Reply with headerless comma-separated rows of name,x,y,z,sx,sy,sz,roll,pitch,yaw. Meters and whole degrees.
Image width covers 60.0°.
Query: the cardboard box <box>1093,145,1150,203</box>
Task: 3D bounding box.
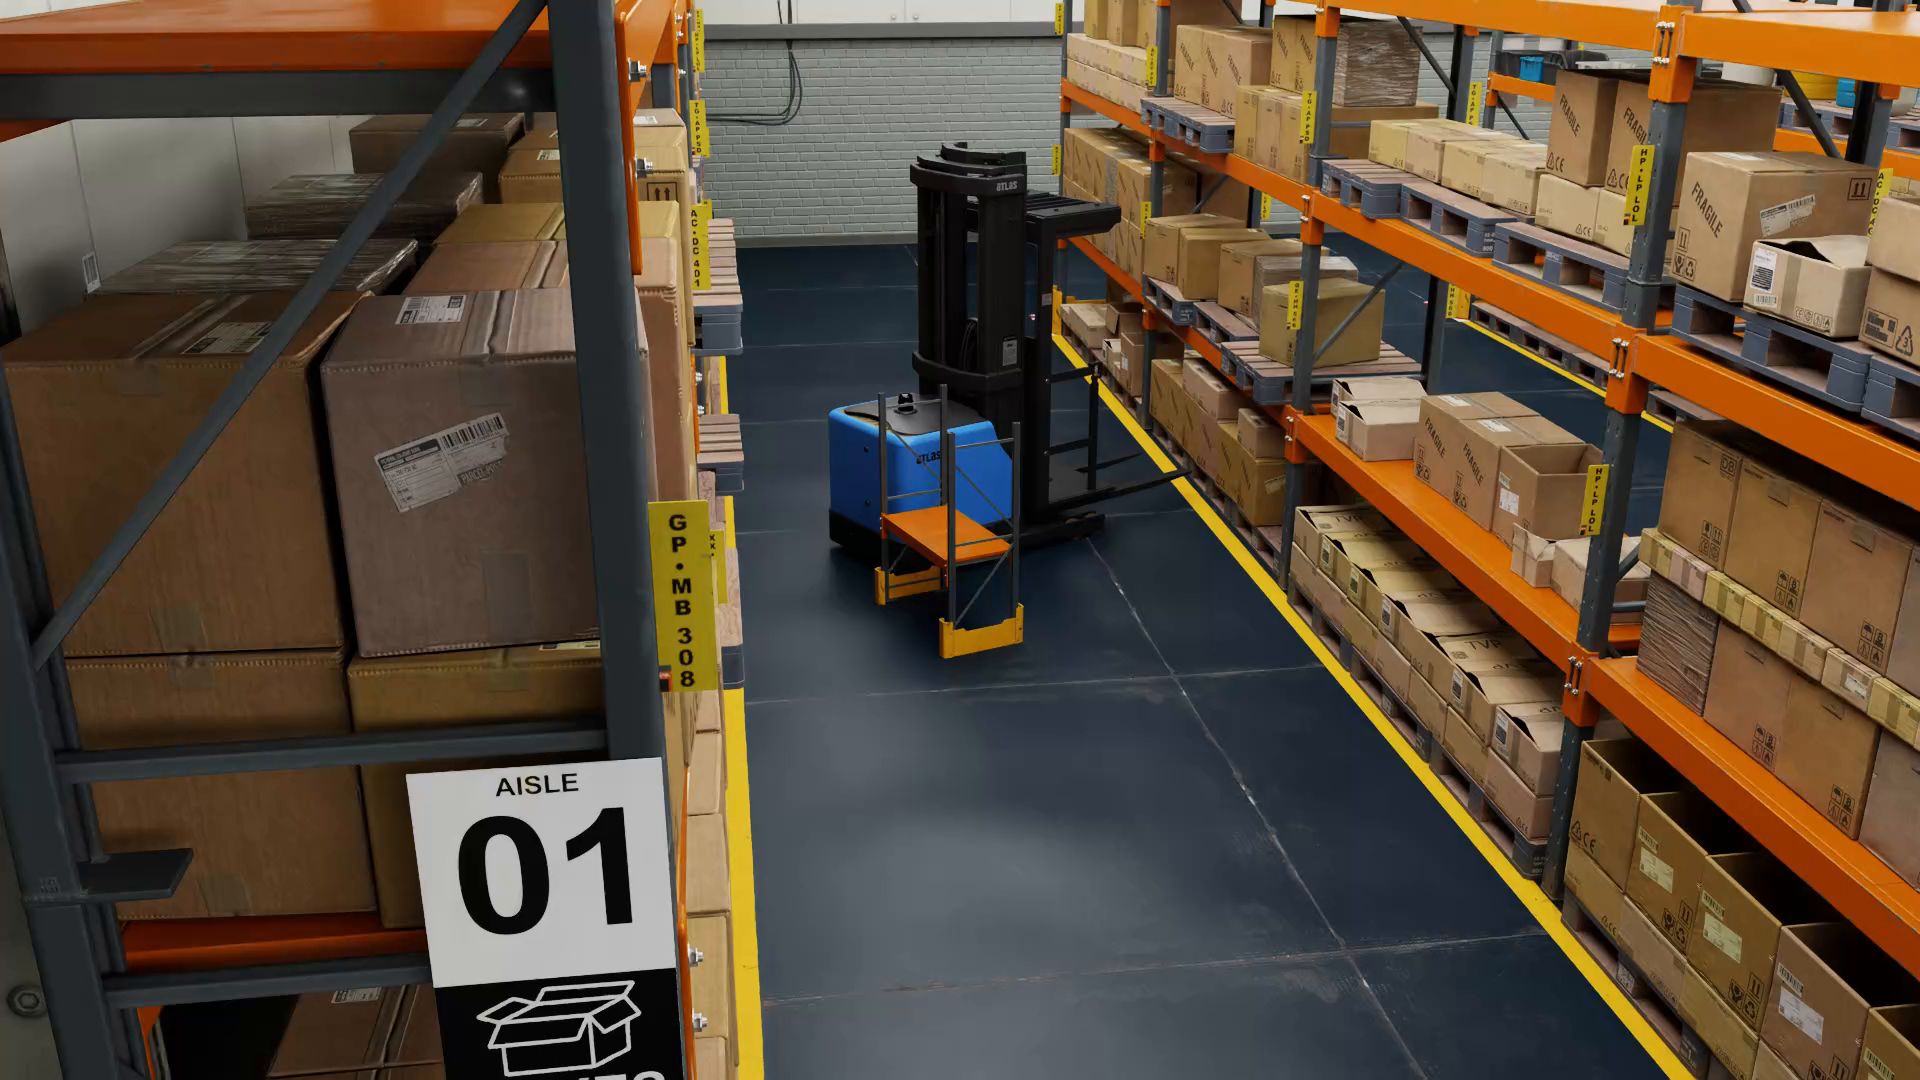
cardboard box,1.643,-3.674,16.695,0.500,0.500,0.500,-3,21,-8

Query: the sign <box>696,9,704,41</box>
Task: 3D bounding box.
sign,-2.747,-5.410,17.475,0.100,0.325,0.005,-3,21,-8

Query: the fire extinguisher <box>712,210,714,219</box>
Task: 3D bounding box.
fire extinguisher,-2.851,-3.469,18.362,0.296,0.674,0.183,-3,21,-8

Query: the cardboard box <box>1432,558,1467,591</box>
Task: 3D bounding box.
cardboard box,3.239,0.266,10.245,0.500,0.311,0.500,-3,21,-8

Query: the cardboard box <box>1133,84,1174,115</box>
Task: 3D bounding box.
cardboard box,1.859,-3.961,14.961,0.500,0.250,0.500,-3,21,-8

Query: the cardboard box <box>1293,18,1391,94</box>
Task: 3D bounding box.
cardboard box,2.639,-3.335,11.498,0.500,0.500,0.500,-3,21,-8

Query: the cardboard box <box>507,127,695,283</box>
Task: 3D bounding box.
cardboard box,-1.126,-1.030,5.299,0.500,0.500,0.500,-2,21,-5

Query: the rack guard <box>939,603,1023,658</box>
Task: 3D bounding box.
rack guard,0.140,0.587,10.788,0.587,0.250,0.087,-10,23,-25

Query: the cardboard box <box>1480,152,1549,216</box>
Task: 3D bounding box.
cardboard box,3.130,-1.898,8.838,0.500,0.250,0.500,-5,21,-12

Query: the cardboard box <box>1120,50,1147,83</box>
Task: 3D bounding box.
cardboard box,1.785,-4.368,15.337,0.500,0.250,0.500,-3,21,-8

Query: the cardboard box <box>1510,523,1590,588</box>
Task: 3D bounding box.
cardboard box,3.037,0.067,8.443,0.396,0.266,0.258,-3,21,-9

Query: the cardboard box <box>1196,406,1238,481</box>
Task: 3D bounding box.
cardboard box,2.246,-0.794,13.498,0.500,0.500,0.500,-4,21,-10

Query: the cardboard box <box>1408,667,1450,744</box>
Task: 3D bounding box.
cardboard box,2.853,0.909,9.325,0.500,0.250,0.500,-2,21,-7

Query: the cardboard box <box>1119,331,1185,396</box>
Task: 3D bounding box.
cardboard box,1.829,-1.689,15.895,0.500,0.500,0.500,-3,21,-8

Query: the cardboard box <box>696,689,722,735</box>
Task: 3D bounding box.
cardboard box,-1.042,0.755,5.521,0.500,0.500,0.500,-4,21,-9

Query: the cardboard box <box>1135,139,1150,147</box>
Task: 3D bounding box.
cardboard box,2.105,-3.877,17.237,0.500,0.500,0.500,-2,21,-6

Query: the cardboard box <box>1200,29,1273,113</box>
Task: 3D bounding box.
cardboard box,2.311,-3.758,13.318,0.600,0.600,0.600,-3,21,-8

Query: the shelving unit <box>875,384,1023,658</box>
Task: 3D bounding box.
shelving unit,-0.087,-0.154,10.984,0.587,1.500,1.083,-10,23,-25

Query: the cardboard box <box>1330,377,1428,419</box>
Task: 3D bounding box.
cardboard box,2.778,-0.916,11.010,0.500,0.311,0.500,-2,21,-4

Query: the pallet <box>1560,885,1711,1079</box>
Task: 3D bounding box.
pallet,3.419,1.882,7.374,1.003,0.211,1.213,-3,21,-8

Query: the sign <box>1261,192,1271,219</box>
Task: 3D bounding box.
sign,2.741,-3.043,14.921,0.100,0.325,0.005,-3,21,-8

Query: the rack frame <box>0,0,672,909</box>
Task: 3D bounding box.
rack frame,-0.979,-0.876,2.199,1.000,3.000,0.127,-3,21,-8

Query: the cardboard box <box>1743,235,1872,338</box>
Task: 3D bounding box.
cardboard box,3.235,-0.952,6.019,0.500,0.311,0.500,-4,21,-11

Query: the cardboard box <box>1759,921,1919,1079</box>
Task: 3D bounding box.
cardboard box,3.321,1.734,6.043,0.500,0.500,0.500,-3,21,-8

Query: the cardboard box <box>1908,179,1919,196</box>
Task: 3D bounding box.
cardboard box,11.302,-4.064,19.099,0.500,0.250,0.500,-3,21,-8

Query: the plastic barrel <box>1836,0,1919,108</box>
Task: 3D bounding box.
plastic barrel,7.492,-3.973,13.463,0.600,0.901,0.708,-3,21,-8

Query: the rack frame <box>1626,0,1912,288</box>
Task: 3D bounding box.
rack frame,3.345,-2.512,6.579,1.000,3.000,0.127,-3,21,-8

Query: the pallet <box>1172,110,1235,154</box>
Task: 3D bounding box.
pallet,2.369,-3.200,12.978,1.213,0.211,1.003,-3,21,-8

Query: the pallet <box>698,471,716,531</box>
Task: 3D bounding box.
pallet,-1.807,-0.062,8.869,1.003,0.211,1.213,-3,21,-8

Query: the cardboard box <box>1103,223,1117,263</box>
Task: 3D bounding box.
cardboard box,1.714,-3.034,16.410,0.500,0.500,0.500,-2,21,-7

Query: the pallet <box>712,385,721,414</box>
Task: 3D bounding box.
pallet,-2.741,-1.181,15.576,1.003,0.211,1.213,-3,21,-8

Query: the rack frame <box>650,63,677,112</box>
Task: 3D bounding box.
rack frame,-1.556,-2.260,5.907,1.000,3.000,0.127,-3,21,-8

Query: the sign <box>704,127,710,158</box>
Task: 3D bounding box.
sign,-2.747,-4.281,17.897,0.100,0.325,0.005,-3,21,-8

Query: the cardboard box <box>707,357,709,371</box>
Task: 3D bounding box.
cardboard box,-2.016,-1.393,11.563,0.500,0.500,0.500,-2,21,-6

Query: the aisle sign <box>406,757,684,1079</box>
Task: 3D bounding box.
aisle sign,-0.672,0.727,2.768,0.394,0.787,0.004,-3,21,-8

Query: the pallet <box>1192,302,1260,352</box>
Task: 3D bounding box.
pallet,2.484,-1.669,13.173,1.003,0.211,1.213,-3,21,-8

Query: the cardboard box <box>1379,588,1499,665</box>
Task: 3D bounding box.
cardboard box,2.784,0.475,9.686,0.500,0.311,0.500,-3,21,-8

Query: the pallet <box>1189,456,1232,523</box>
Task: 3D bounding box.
pallet,2.526,-0.462,13.651,1.003,0.211,1.213,-3,21,-8

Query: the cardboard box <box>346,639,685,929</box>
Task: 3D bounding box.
cardboard box,-0.780,0.345,3.047,0.500,0.500,0.500,-2,21,-6

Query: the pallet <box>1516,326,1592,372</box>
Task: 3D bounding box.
pallet,6.771,-2.089,18.008,1.003,0.211,1.213,-3,21,-8

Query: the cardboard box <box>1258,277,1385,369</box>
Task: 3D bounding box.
cardboard box,2.566,-1.542,11.815,0.700,0.500,0.500,-10,23,-26

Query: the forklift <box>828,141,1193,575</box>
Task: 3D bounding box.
forklift,0.498,-1.505,12.556,3.031,2.935,1.130,-15,25,-34

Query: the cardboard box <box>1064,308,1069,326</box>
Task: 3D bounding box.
cardboard box,1.372,-2.486,18.506,0.380,0.166,0.250,-3,21,-8

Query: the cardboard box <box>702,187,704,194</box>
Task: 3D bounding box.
cardboard box,-3.087,-3.318,16.884,0.980,0.700,0.700,-3,21,-8

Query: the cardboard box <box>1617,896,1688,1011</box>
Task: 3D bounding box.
cardboard box,3.179,1.739,7.102,0.500,0.250,0.500,-3,21,-8

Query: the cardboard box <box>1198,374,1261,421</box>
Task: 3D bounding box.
cardboard box,2.238,-1.158,13.401,0.500,0.250,0.500,-3,21,-9

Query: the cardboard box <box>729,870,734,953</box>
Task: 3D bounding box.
cardboard box,-0.963,1.280,5.188,0.500,0.250,0.500,-3,21,-7

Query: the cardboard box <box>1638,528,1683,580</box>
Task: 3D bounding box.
cardboard box,3.192,0.051,7.223,0.380,0.149,0.250,-3,21,-8

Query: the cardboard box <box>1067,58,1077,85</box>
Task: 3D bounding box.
cardboard box,1.438,-5.000,17.744,0.500,0.250,0.500,-3,21,-8

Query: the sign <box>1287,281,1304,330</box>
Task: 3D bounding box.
sign,2.233,-1.561,11.066,0.100,0.325,0.005,-3,21,-8

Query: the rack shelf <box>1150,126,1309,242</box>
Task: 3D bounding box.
rack shelf,2.480,-2.847,12.792,1.077,0.370,4.000,-3,21,-8

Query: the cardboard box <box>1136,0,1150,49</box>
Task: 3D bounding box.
cardboard box,2.074,-4.911,15.719,0.700,0.500,0.500,-3,21,-8

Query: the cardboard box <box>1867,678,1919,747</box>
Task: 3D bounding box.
cardboard box,3.419,0.587,5.787,0.380,0.149,0.250,-3,21,-8

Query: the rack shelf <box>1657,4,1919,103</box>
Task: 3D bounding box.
rack shelf,3.634,-1.295,4.921,1.077,0.370,4.000,-3,21,-8

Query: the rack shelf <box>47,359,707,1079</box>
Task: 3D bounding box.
rack shelf,-1.268,0.174,4.704,1.077,0.370,4.000,-3,21,-8

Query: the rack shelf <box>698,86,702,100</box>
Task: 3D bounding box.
rack shelf,-2.998,-3.981,15.828,1.077,0.370,4.000,-3,21,-8

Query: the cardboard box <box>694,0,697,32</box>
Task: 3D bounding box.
cardboard box,-2.765,-4.941,15.770,0.500,0.500,0.500,-4,21,-10
